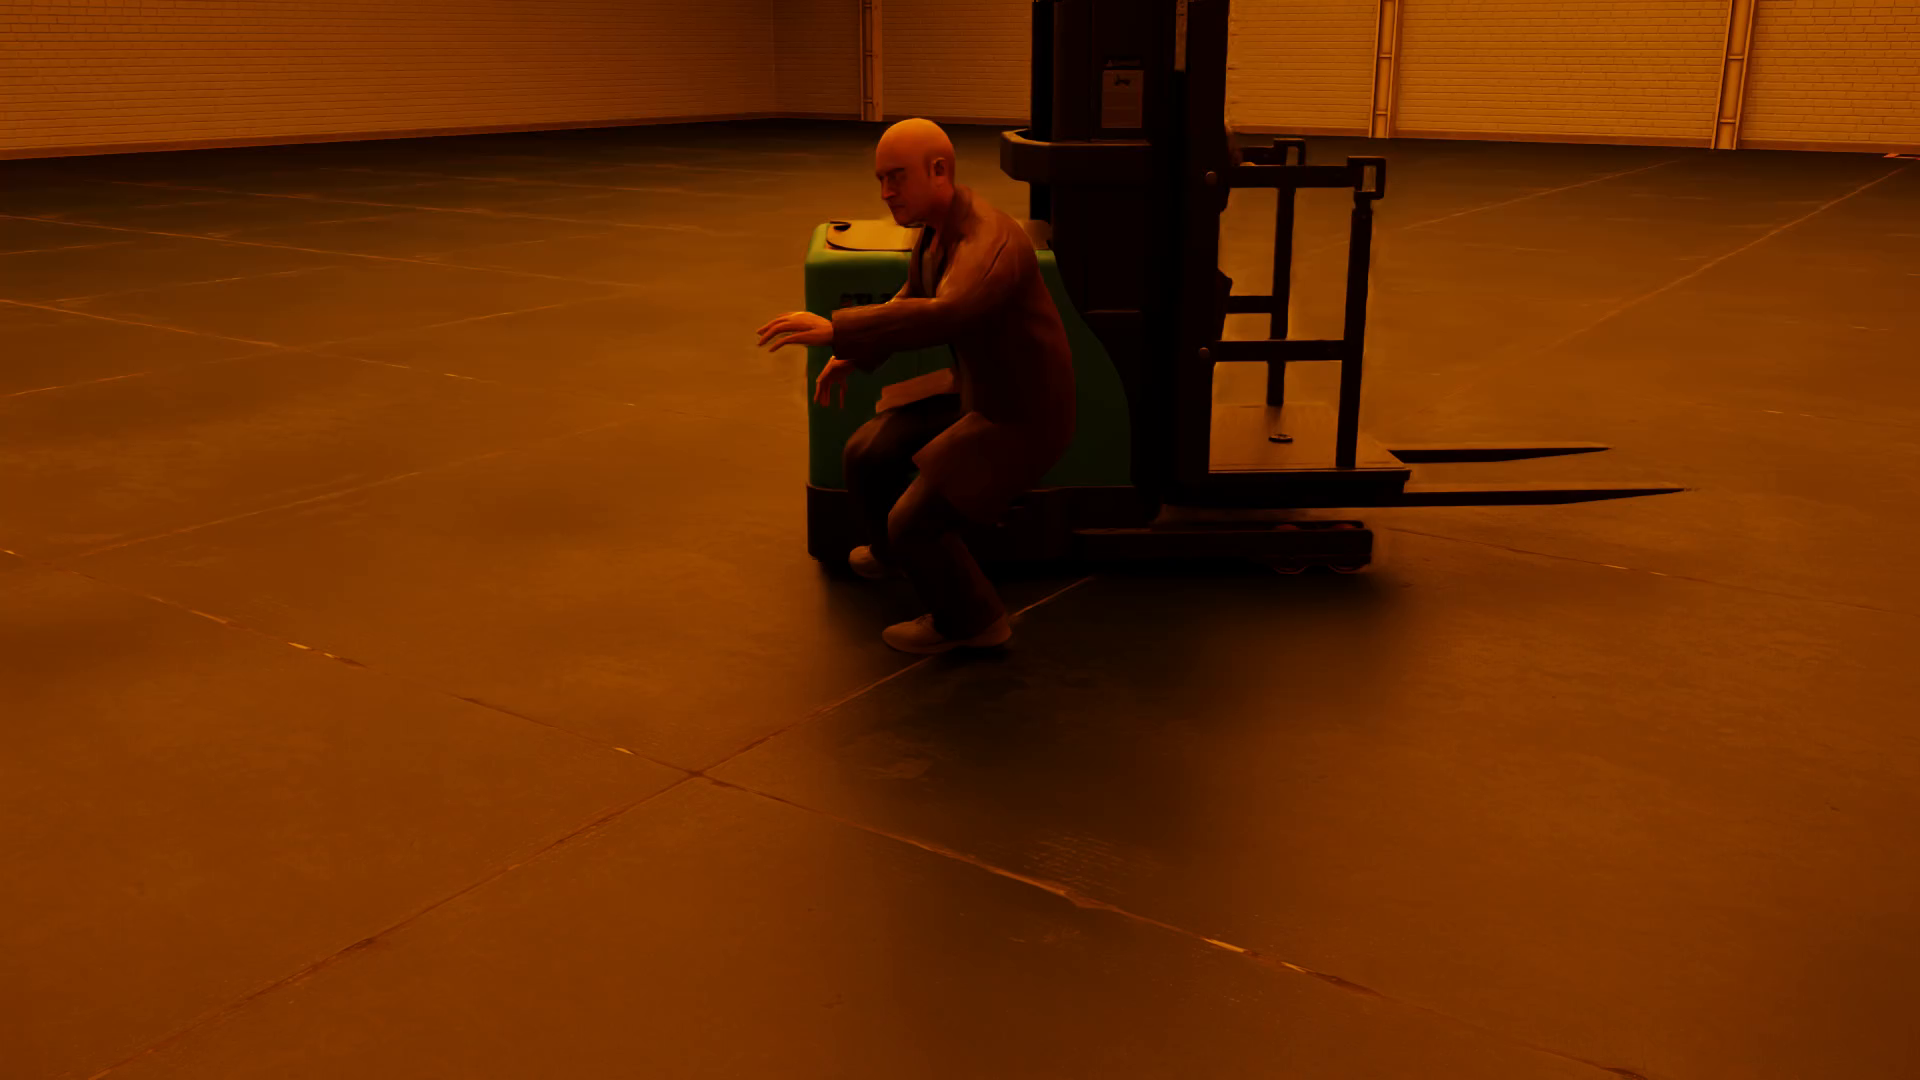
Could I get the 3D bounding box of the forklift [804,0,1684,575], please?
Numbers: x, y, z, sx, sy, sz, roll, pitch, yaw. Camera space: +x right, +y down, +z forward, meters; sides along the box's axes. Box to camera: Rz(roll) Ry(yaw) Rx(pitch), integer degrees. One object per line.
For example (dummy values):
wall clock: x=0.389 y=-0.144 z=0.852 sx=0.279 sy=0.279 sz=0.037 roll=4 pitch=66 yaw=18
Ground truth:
forklift: x=0.982 y=-1.438 z=5.643 sx=3.031 sy=2.935 sz=1.130 roll=-1 pitch=17 yaw=-3

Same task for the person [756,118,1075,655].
person: x=-0.202 y=-0.359 z=4.498 sx=0.949 sy=1.529 sz=1.245 roll=-7 pitch=18 yaw=-23
